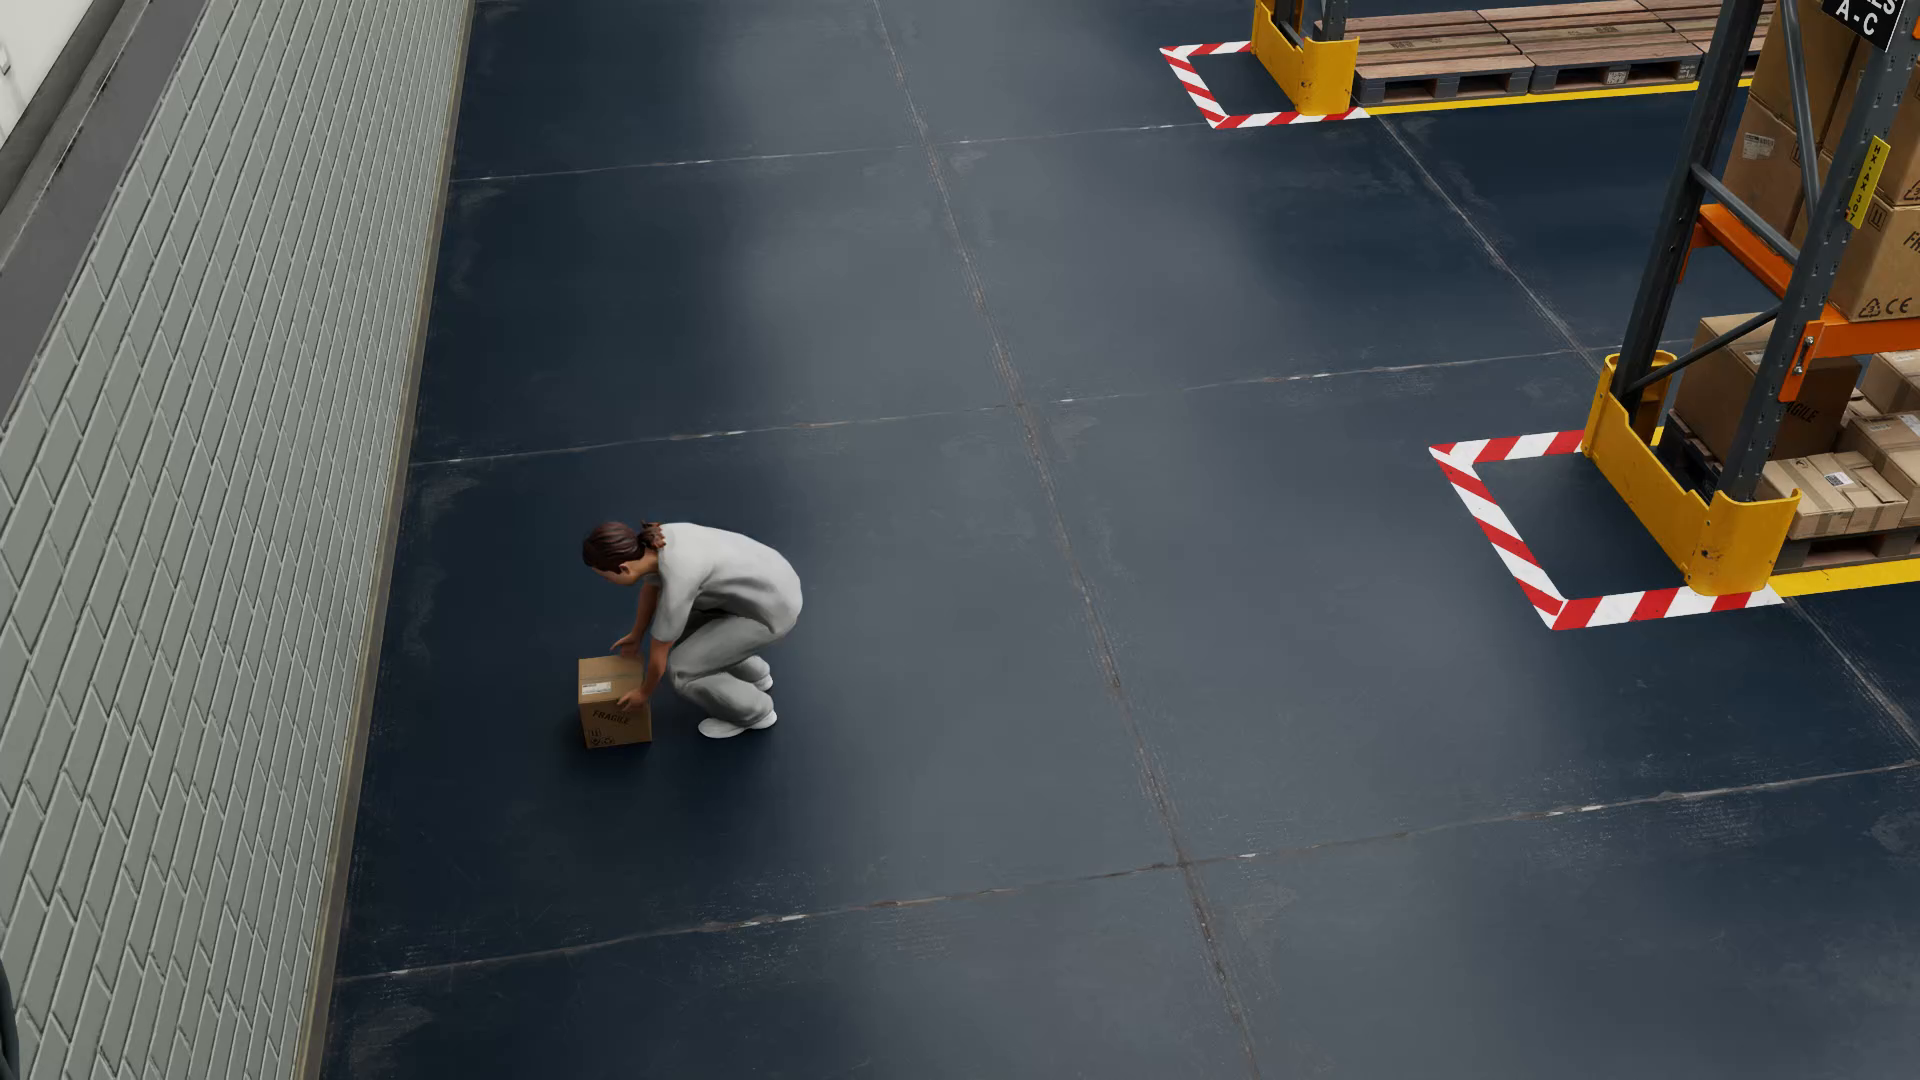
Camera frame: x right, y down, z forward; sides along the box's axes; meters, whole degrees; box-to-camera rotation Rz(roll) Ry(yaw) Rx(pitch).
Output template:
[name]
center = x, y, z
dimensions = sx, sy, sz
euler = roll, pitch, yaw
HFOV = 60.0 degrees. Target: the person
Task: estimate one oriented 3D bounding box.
[person]
center = -0.981, 0.302, 6.301
dimensions = 0.777, 1.023, 0.490
euler = -6, 39, -8
